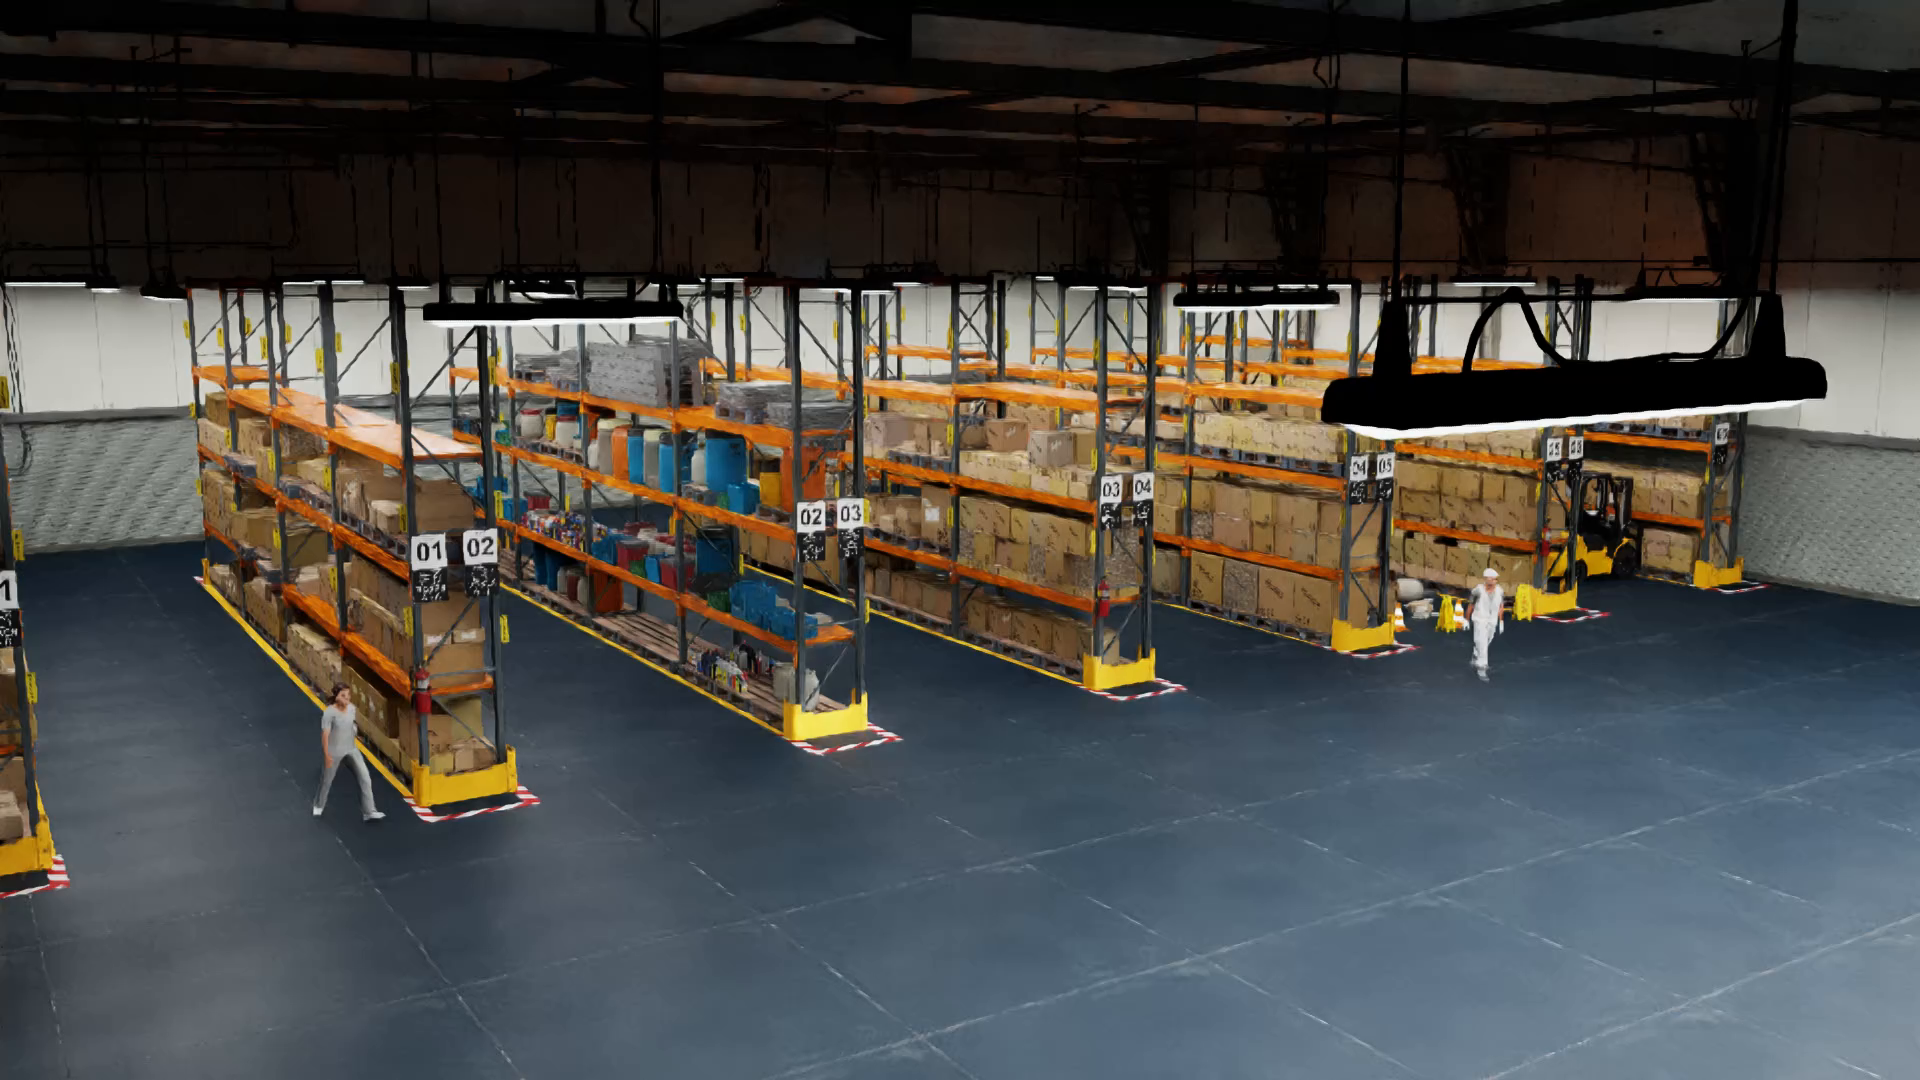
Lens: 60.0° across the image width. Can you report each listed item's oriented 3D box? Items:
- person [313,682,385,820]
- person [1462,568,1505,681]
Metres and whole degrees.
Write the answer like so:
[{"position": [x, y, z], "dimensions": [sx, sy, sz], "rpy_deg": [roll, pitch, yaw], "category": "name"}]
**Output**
[{"position": [-7.038, 2.396, 18.919], "dimensions": [0.953, 1.616, 0.480], "rpy_deg": [7, 12, 37], "category": "person"}, {"position": [8.011, 1.253, 25.401], "dimensions": [0.598, 1.734, 0.988], "rpy_deg": [-2, 10, -12], "category": "person"}]
